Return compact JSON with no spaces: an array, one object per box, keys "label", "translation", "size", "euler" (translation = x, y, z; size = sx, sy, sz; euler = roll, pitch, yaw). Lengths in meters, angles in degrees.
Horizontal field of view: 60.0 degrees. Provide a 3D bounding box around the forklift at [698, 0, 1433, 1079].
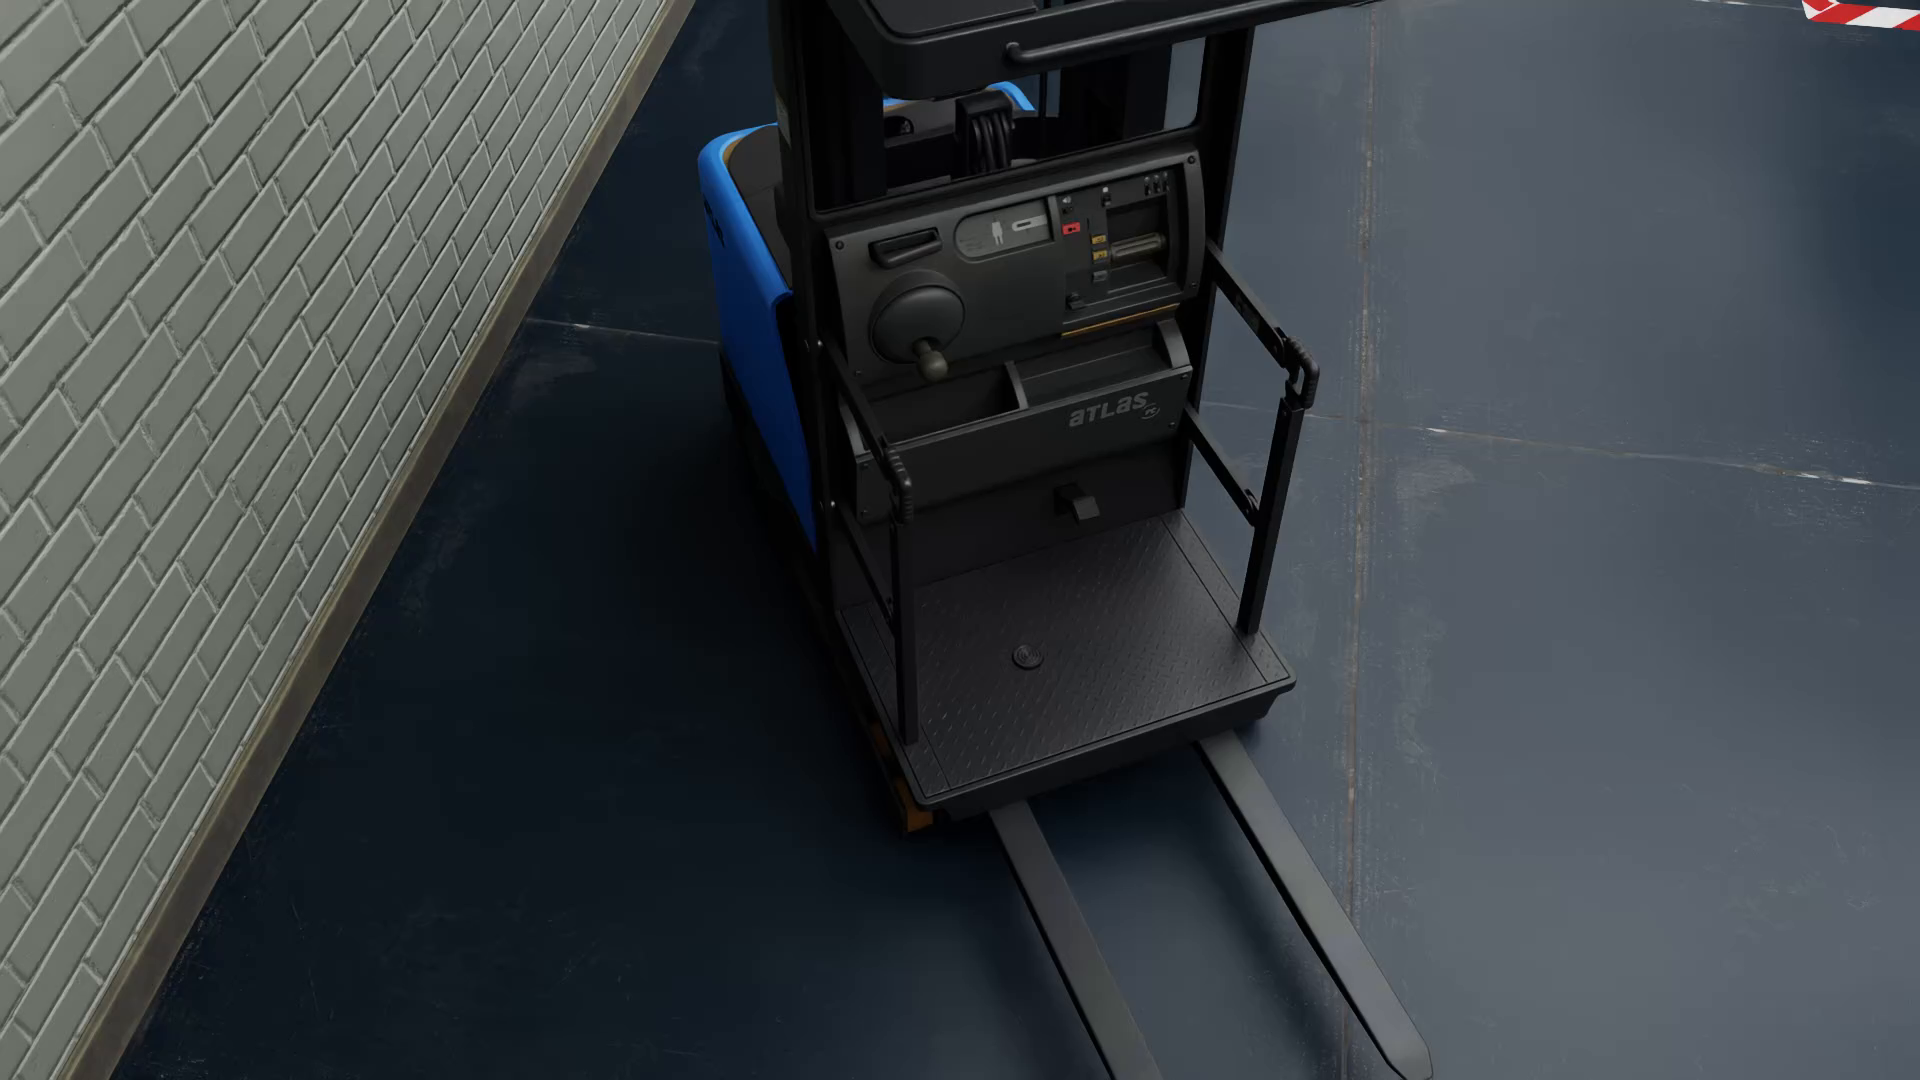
[{"label":"forklift","translation":[0.228,-0.549,3.773],"size":[1.130,2.935,3.031],"euler":[-16,50,-14]}]
